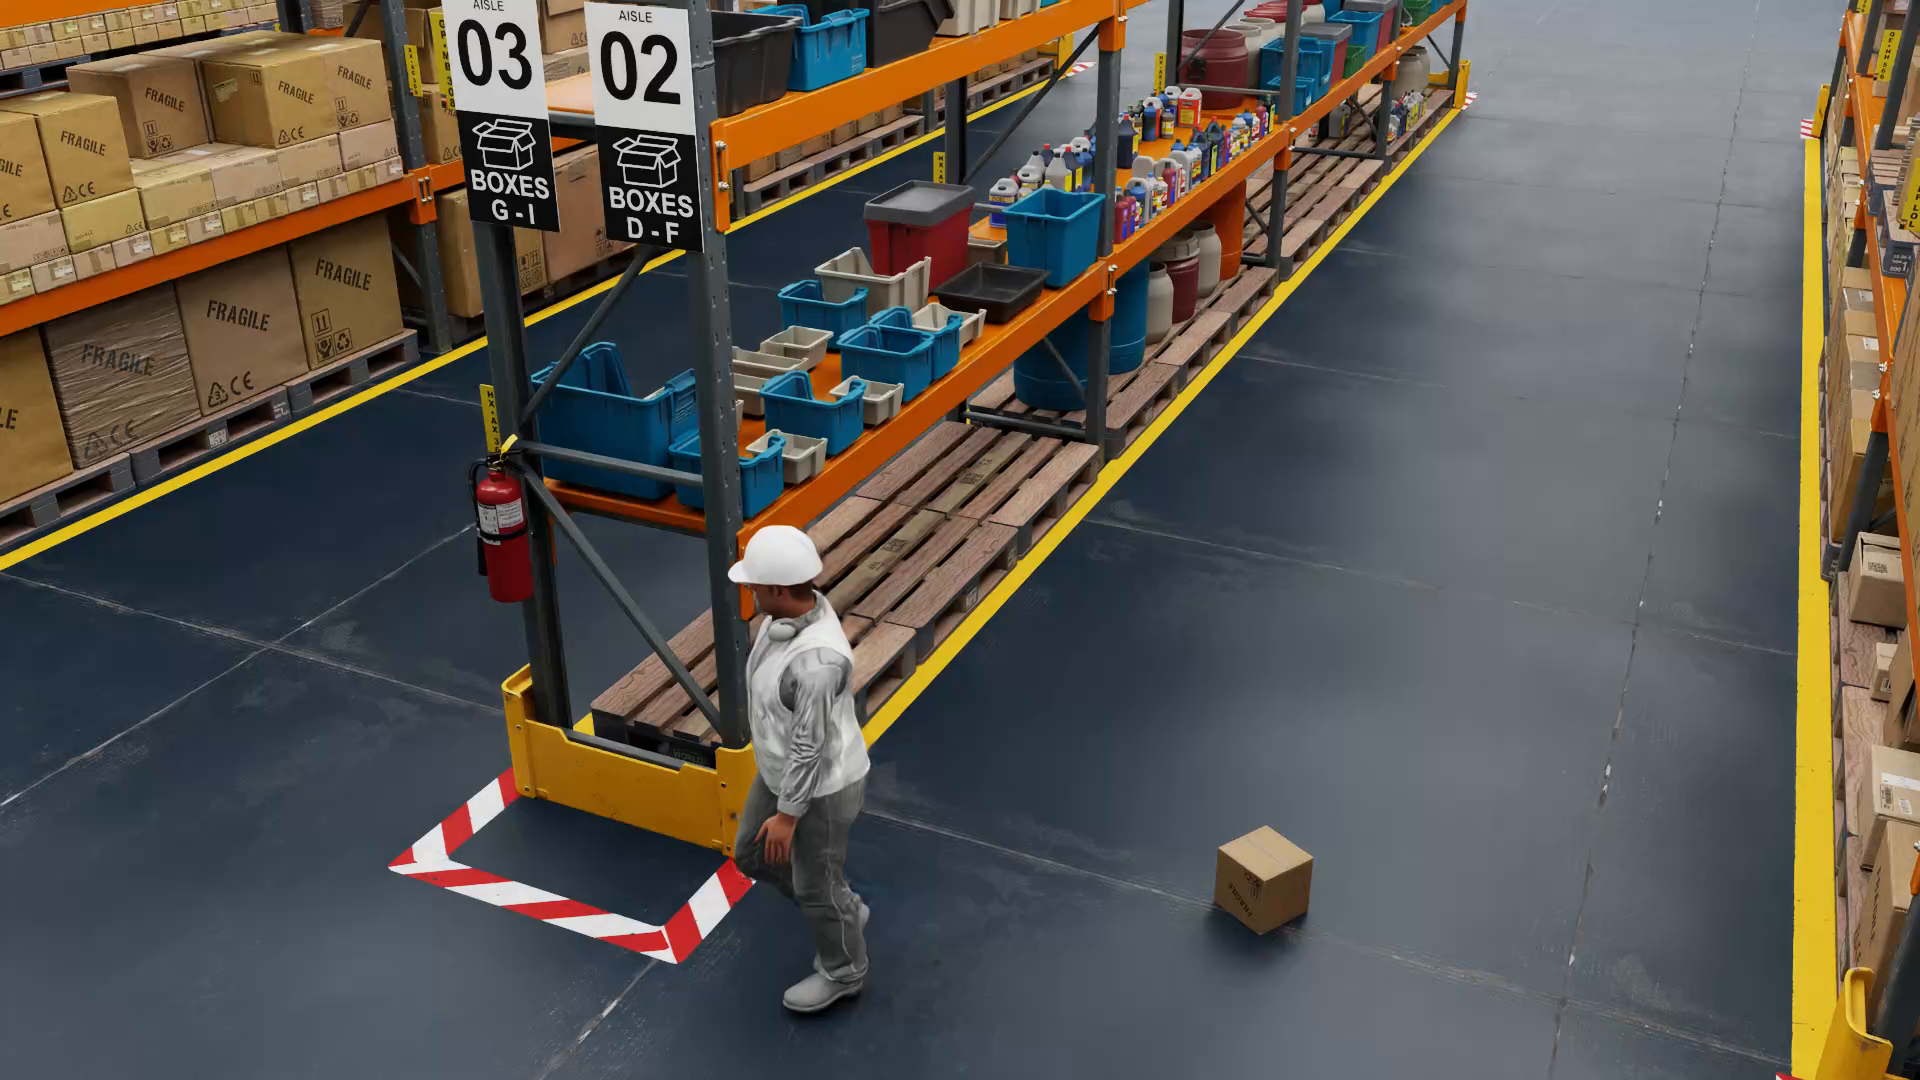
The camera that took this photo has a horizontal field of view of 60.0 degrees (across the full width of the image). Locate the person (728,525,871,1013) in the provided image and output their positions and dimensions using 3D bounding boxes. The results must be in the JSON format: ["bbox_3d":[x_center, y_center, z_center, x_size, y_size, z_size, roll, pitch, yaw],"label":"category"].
[{"bbox_3d":[-0.516,0.763,5.492,0.457,1.781,0.578,-10,28,-19],"label":"person"}]
